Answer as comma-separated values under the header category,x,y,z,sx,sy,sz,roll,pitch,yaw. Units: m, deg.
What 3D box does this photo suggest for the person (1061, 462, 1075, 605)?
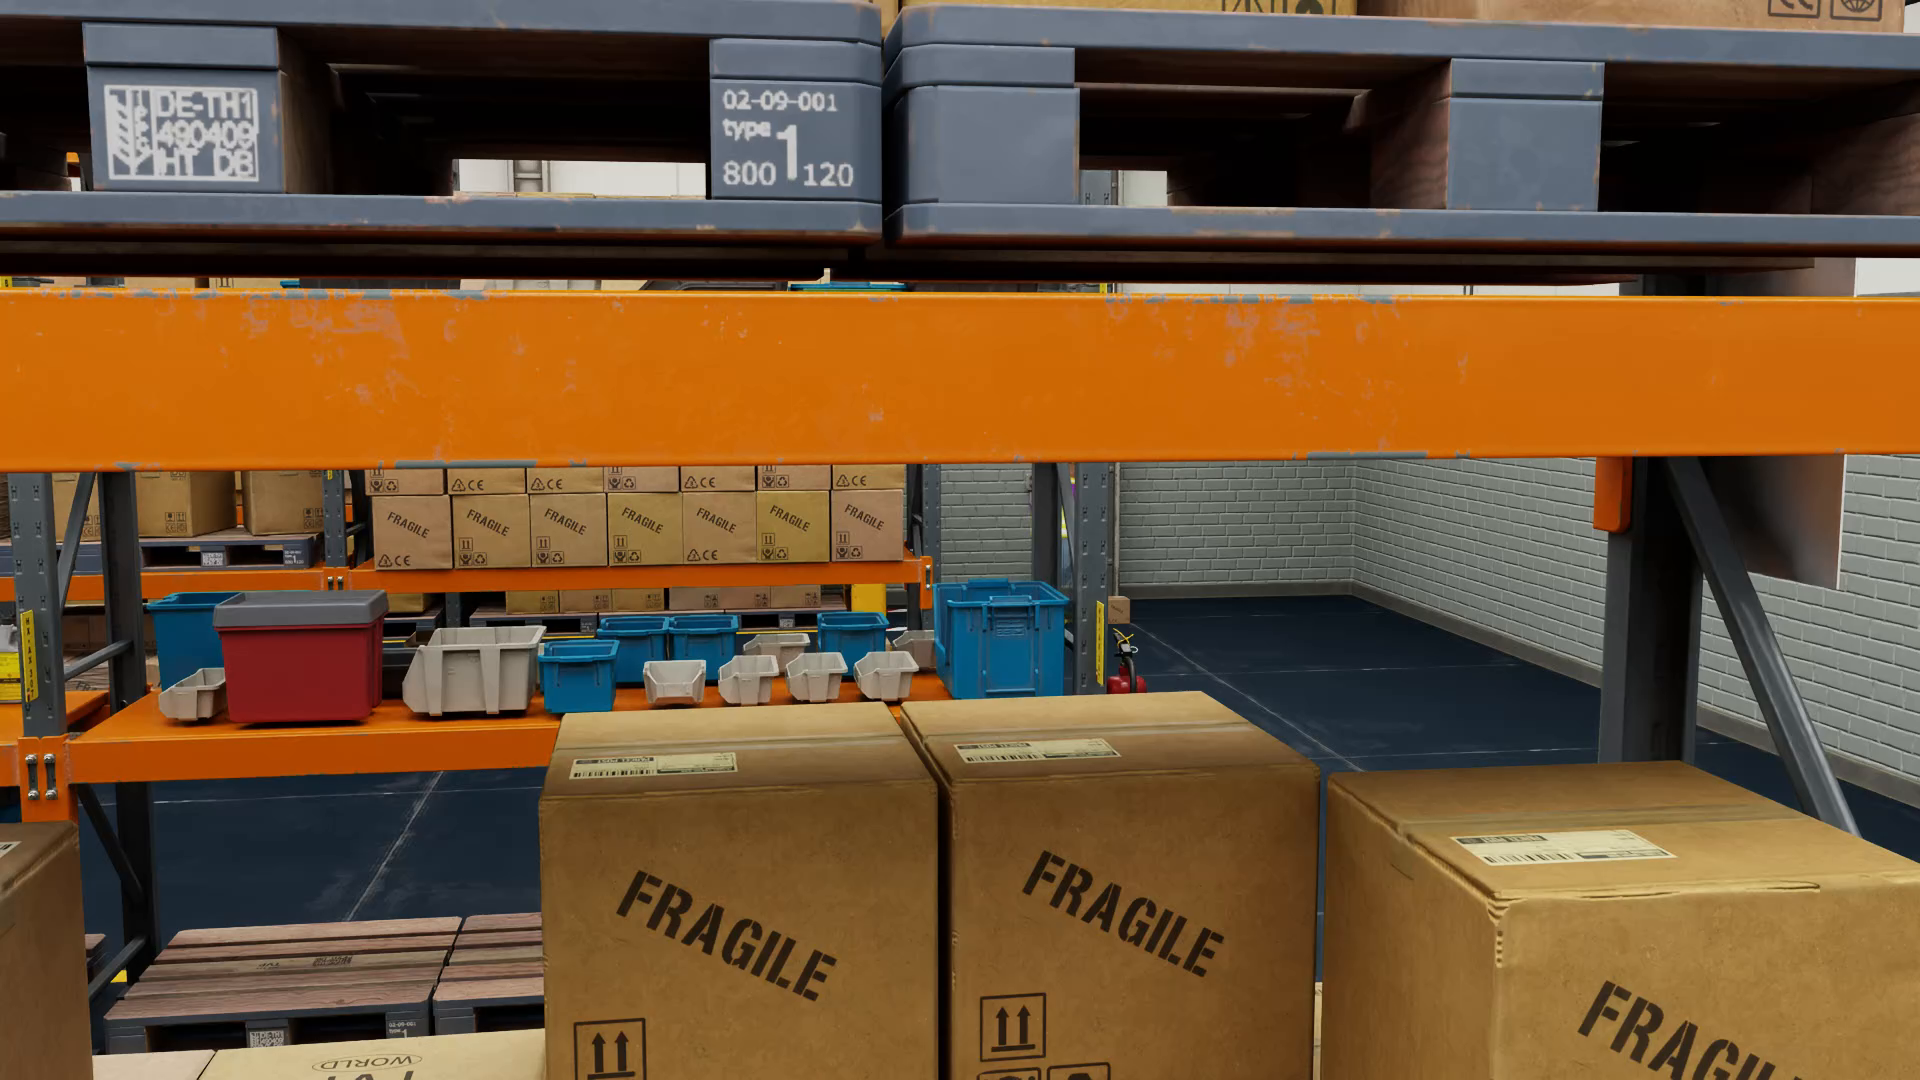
category,x,y,z,sx,sy,sz,roll,pitch,yaw
person,1.122,-0.019,16.831,0.883,1.751,0.684,-1,7,-11
